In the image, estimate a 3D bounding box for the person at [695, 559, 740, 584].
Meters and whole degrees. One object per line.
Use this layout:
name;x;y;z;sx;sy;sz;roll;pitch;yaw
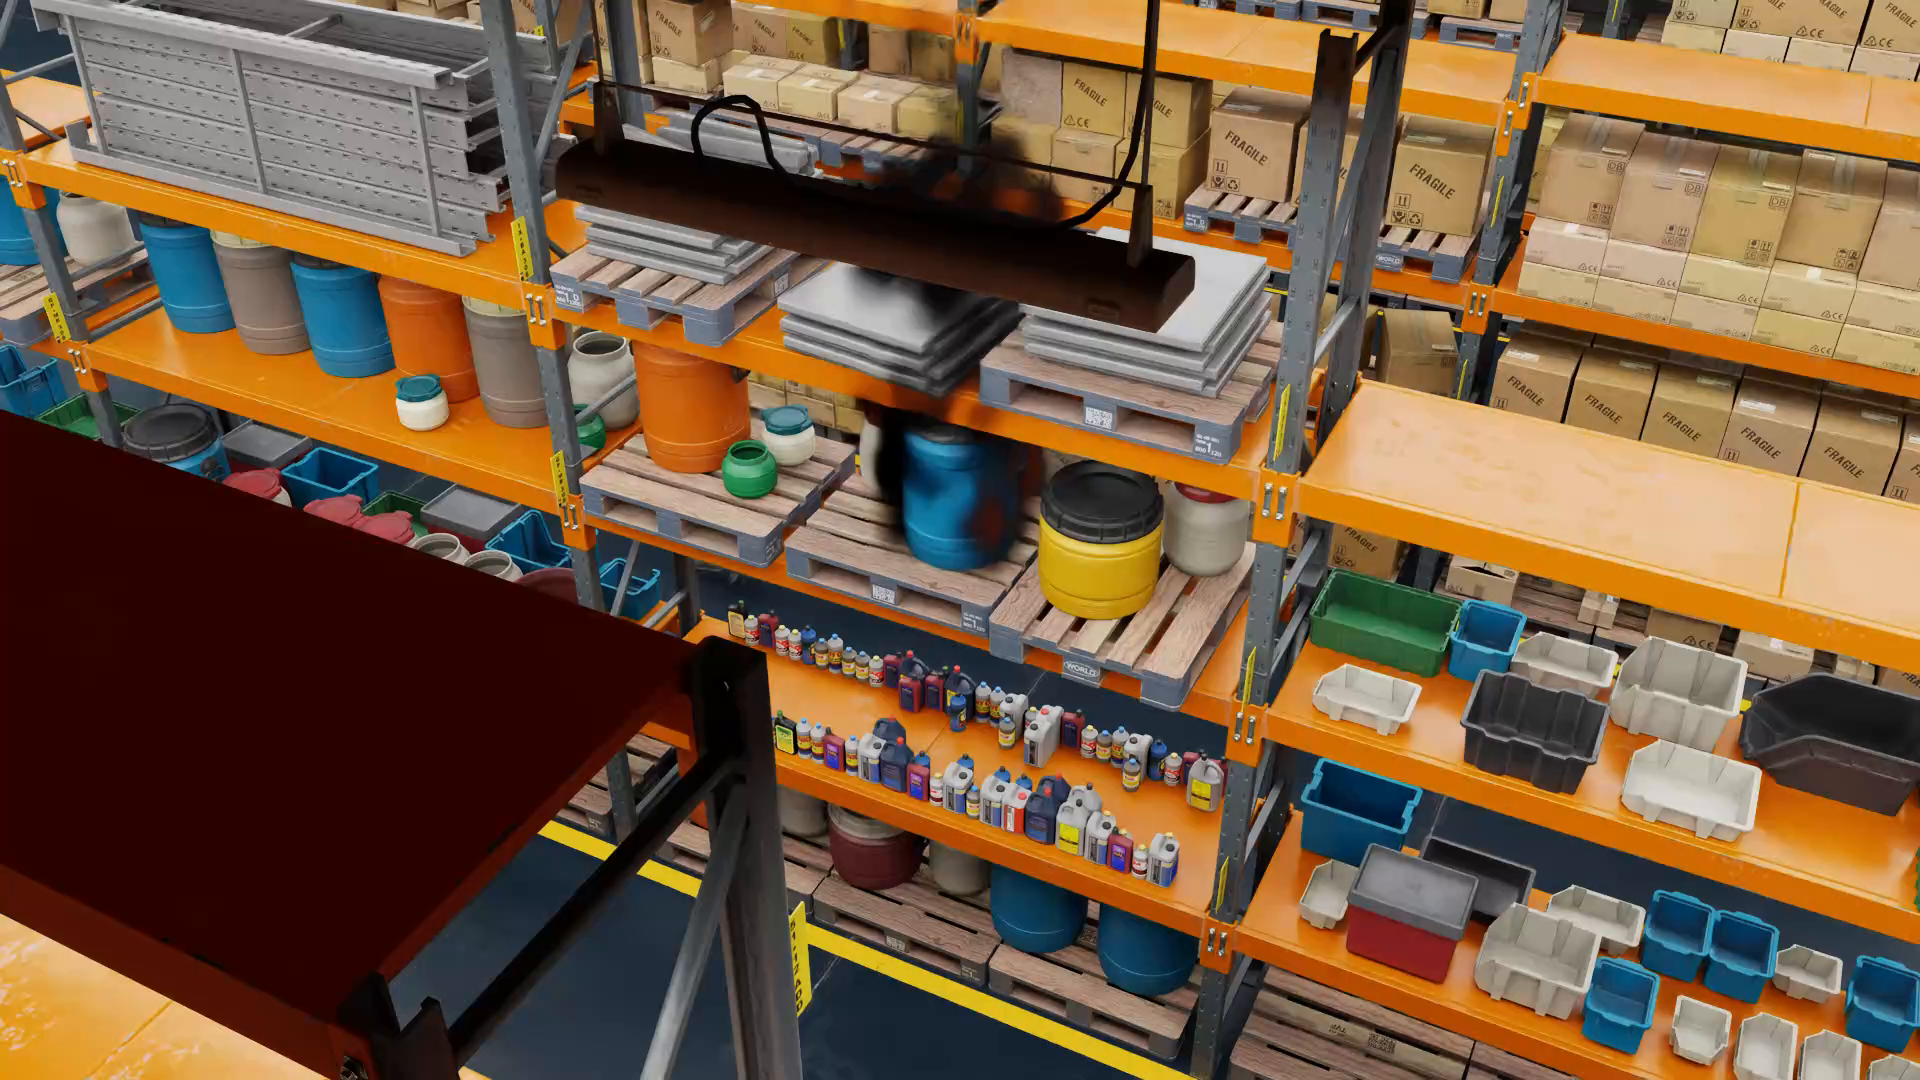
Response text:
person;-1.921;-0.446;12.869;0.624;1.731;0.664;12;37;17
